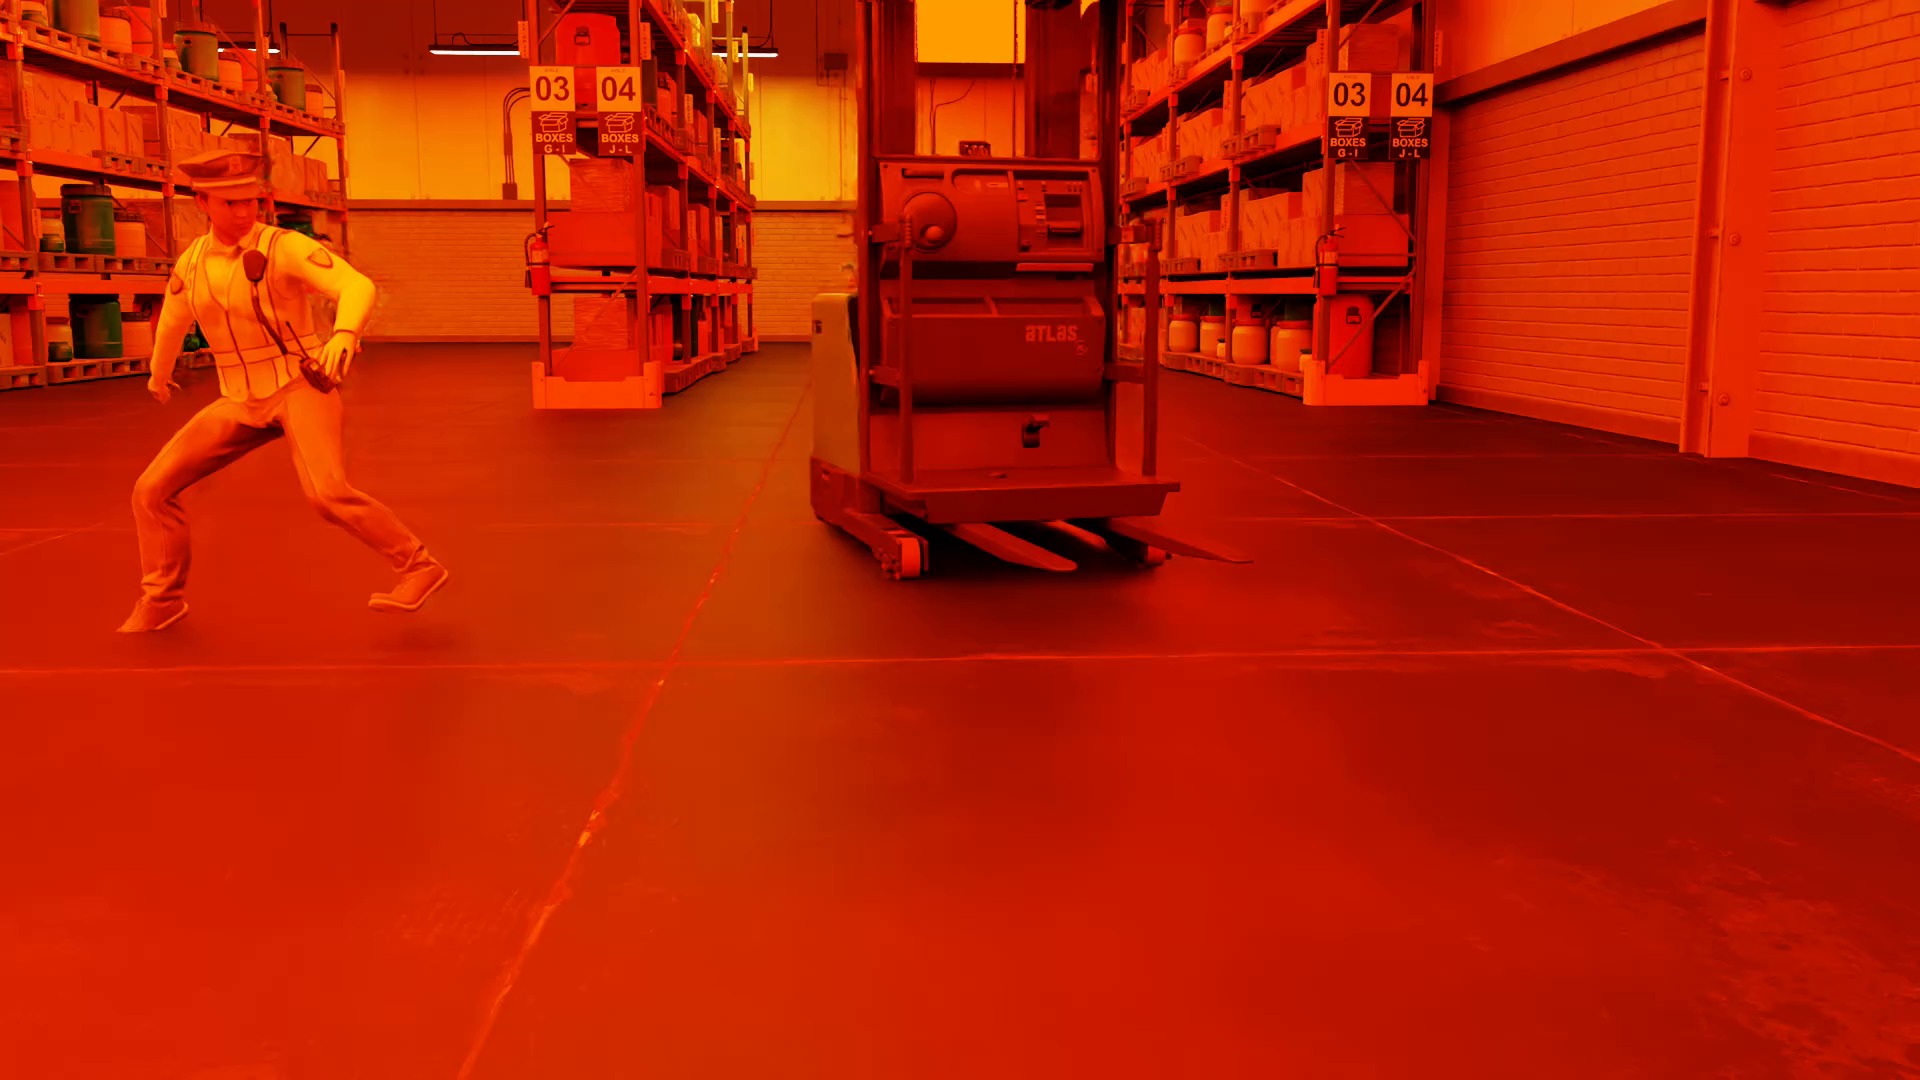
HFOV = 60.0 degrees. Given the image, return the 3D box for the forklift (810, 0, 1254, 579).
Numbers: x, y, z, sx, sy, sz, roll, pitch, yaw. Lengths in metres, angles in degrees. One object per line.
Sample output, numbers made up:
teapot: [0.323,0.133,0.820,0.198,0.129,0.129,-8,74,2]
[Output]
forklift: [0.196,-1.363,6.507,1.130,2.935,3.031,-2,9,-16]

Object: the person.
person: [-2.253,-0.424,5.283,1.100,1.579,0.526,3,9,20]
